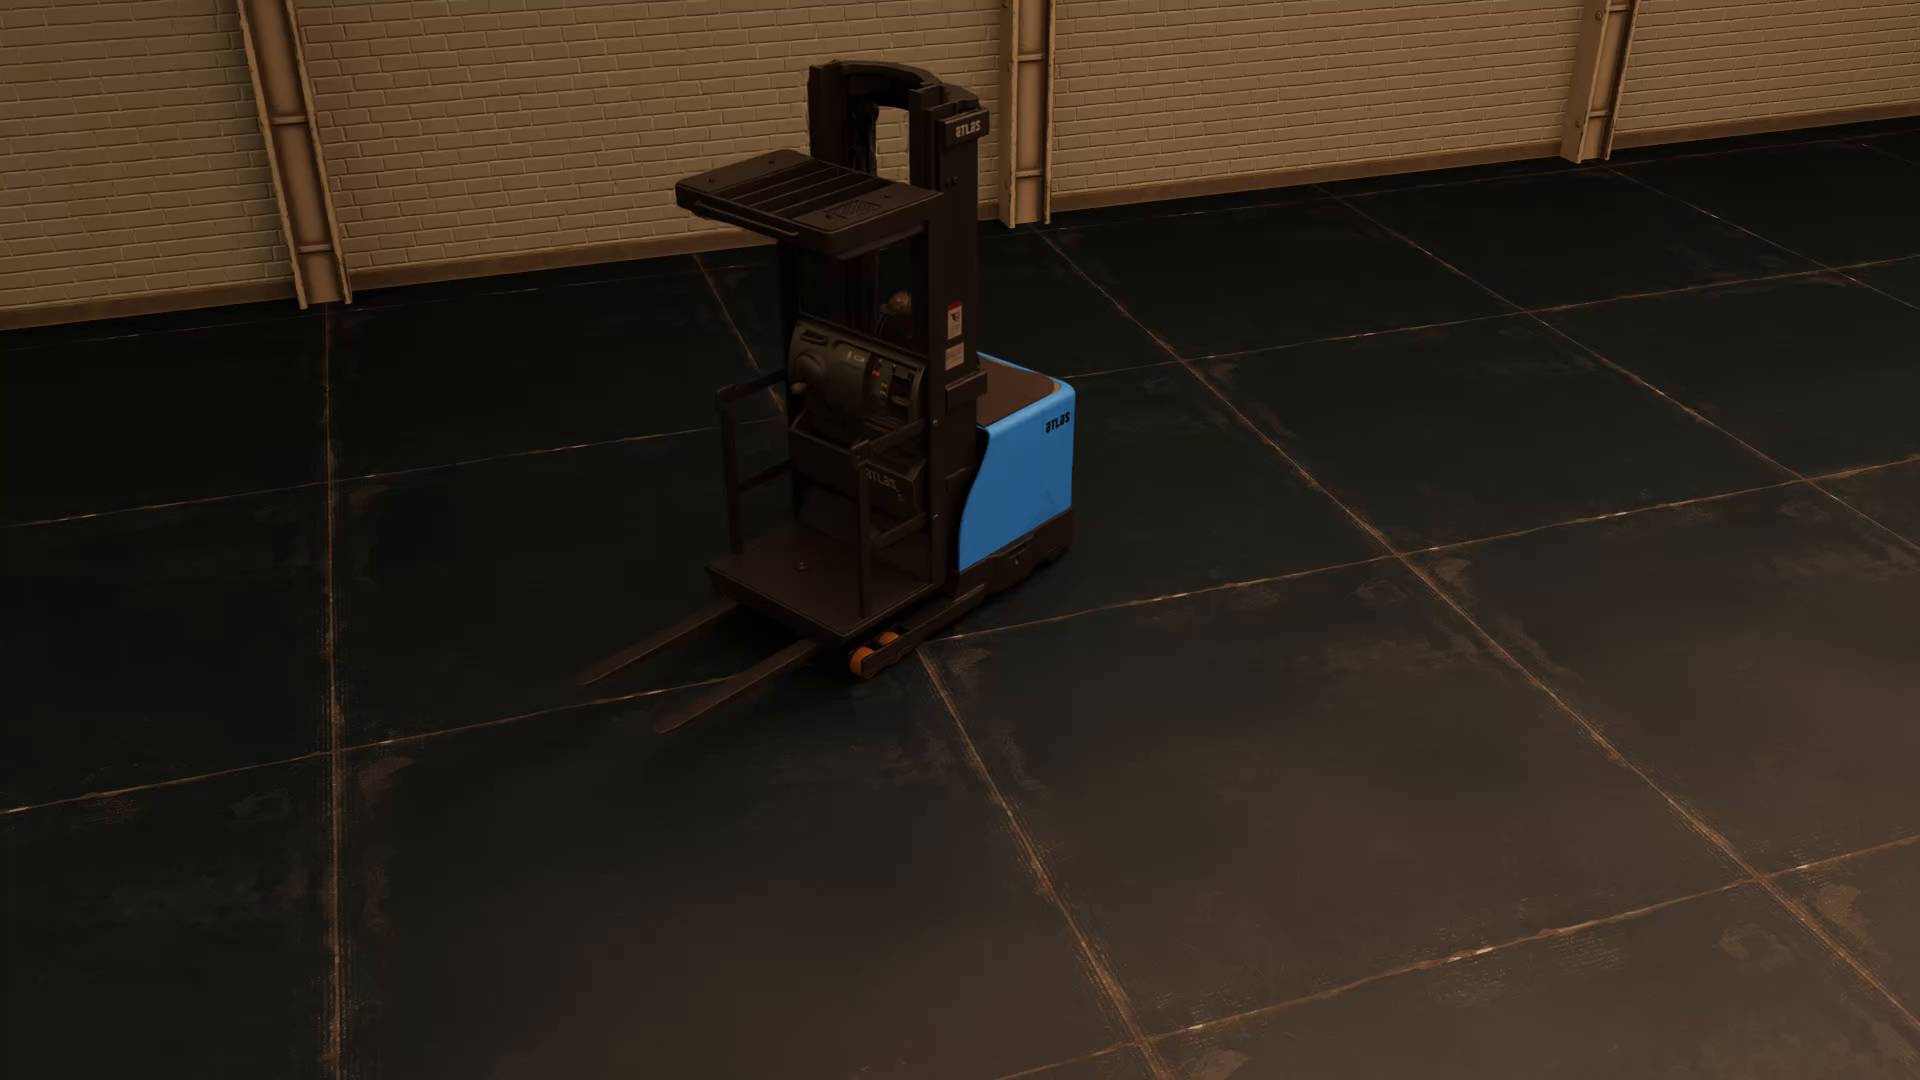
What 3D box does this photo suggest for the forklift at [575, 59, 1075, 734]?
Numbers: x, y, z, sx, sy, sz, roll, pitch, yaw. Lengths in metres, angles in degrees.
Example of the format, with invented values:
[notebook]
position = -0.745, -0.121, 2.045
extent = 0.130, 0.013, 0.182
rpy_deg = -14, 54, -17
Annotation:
[forklift]
position = -0.684, -0.825, 8.520
extent = 1.130, 2.935, 3.031
rpy_deg = 24, 38, 35

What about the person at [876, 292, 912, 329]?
[person]
position = -0.402, -0.965, 10.423
extent = 0.895, 1.365, 1.125
rpy_deg = -6, 30, -10
